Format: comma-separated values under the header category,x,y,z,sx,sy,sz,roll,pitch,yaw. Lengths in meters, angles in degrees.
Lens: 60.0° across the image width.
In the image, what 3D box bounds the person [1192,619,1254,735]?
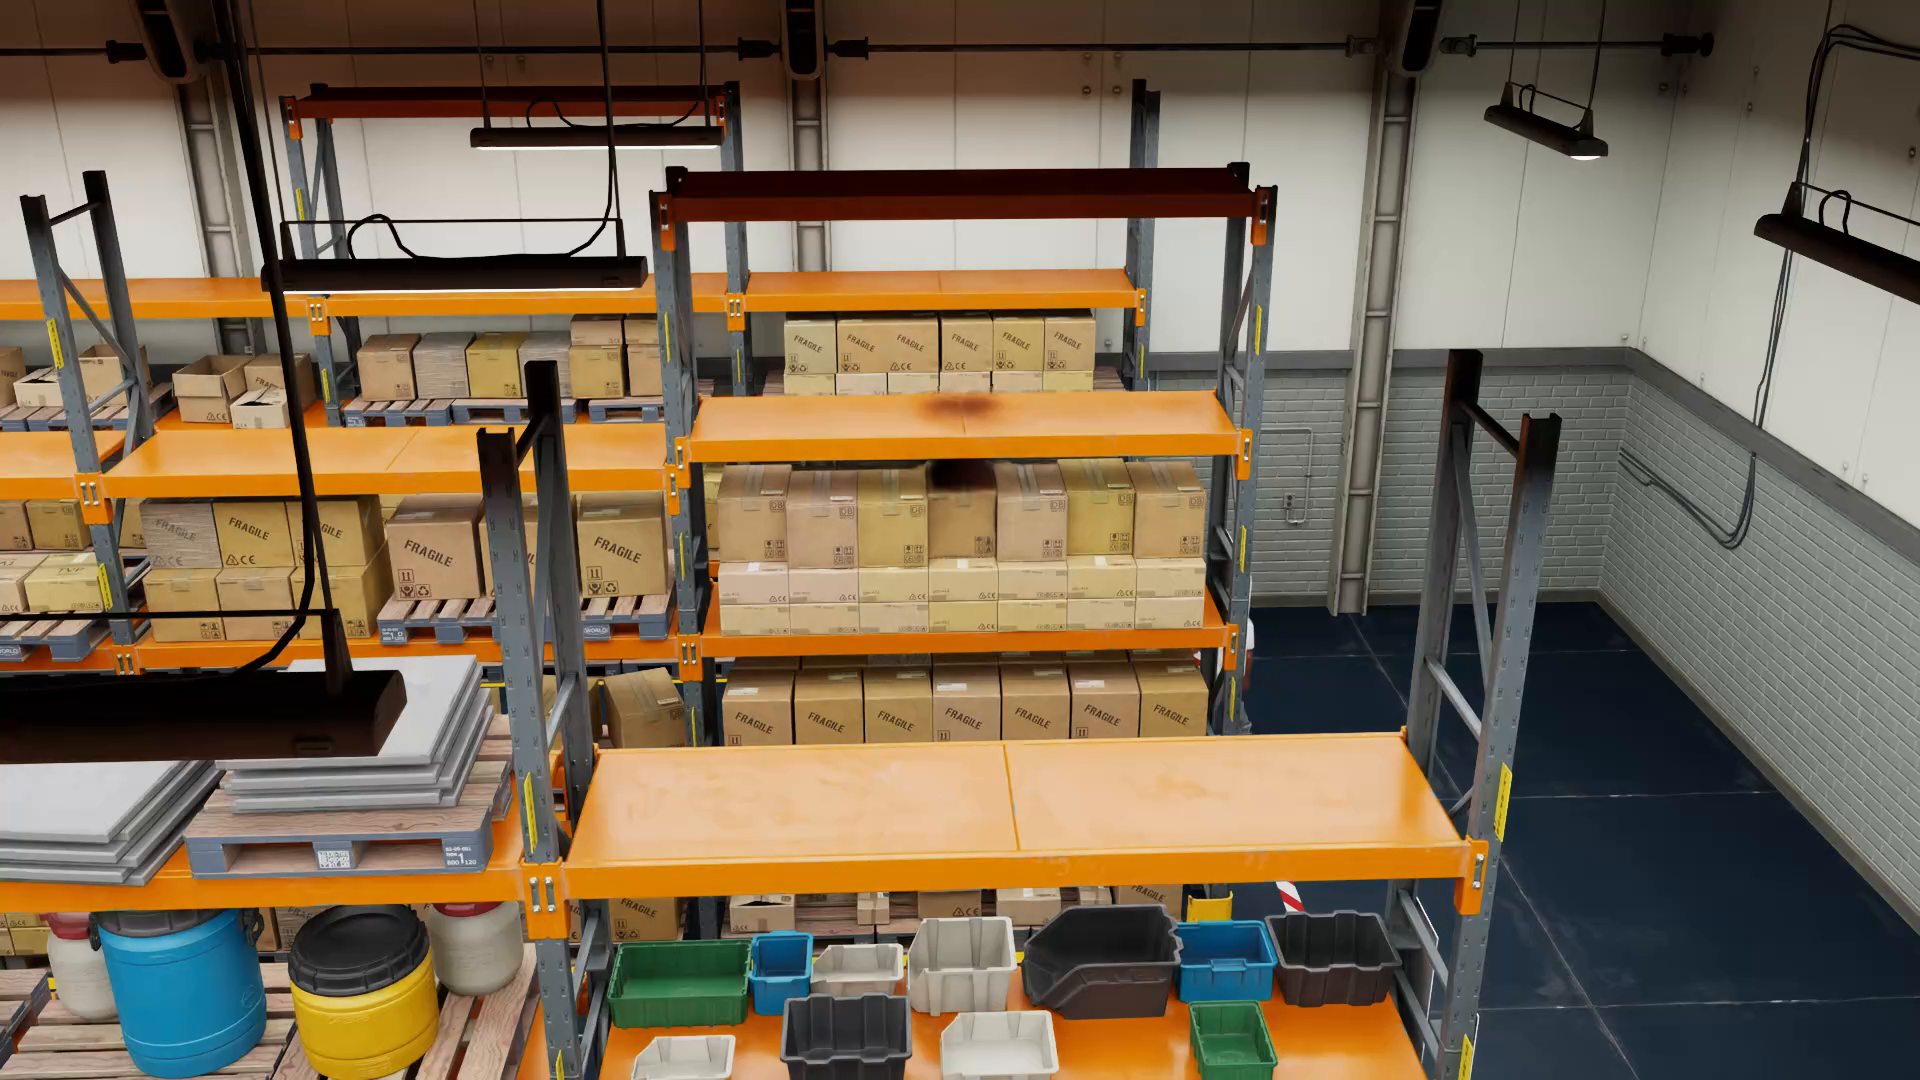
category,x,y,z,sx,sy,sz,roll,pitch,yaw
person,2.404,1.226,15.814,1.018,1.713,0.563,-9,24,-22
